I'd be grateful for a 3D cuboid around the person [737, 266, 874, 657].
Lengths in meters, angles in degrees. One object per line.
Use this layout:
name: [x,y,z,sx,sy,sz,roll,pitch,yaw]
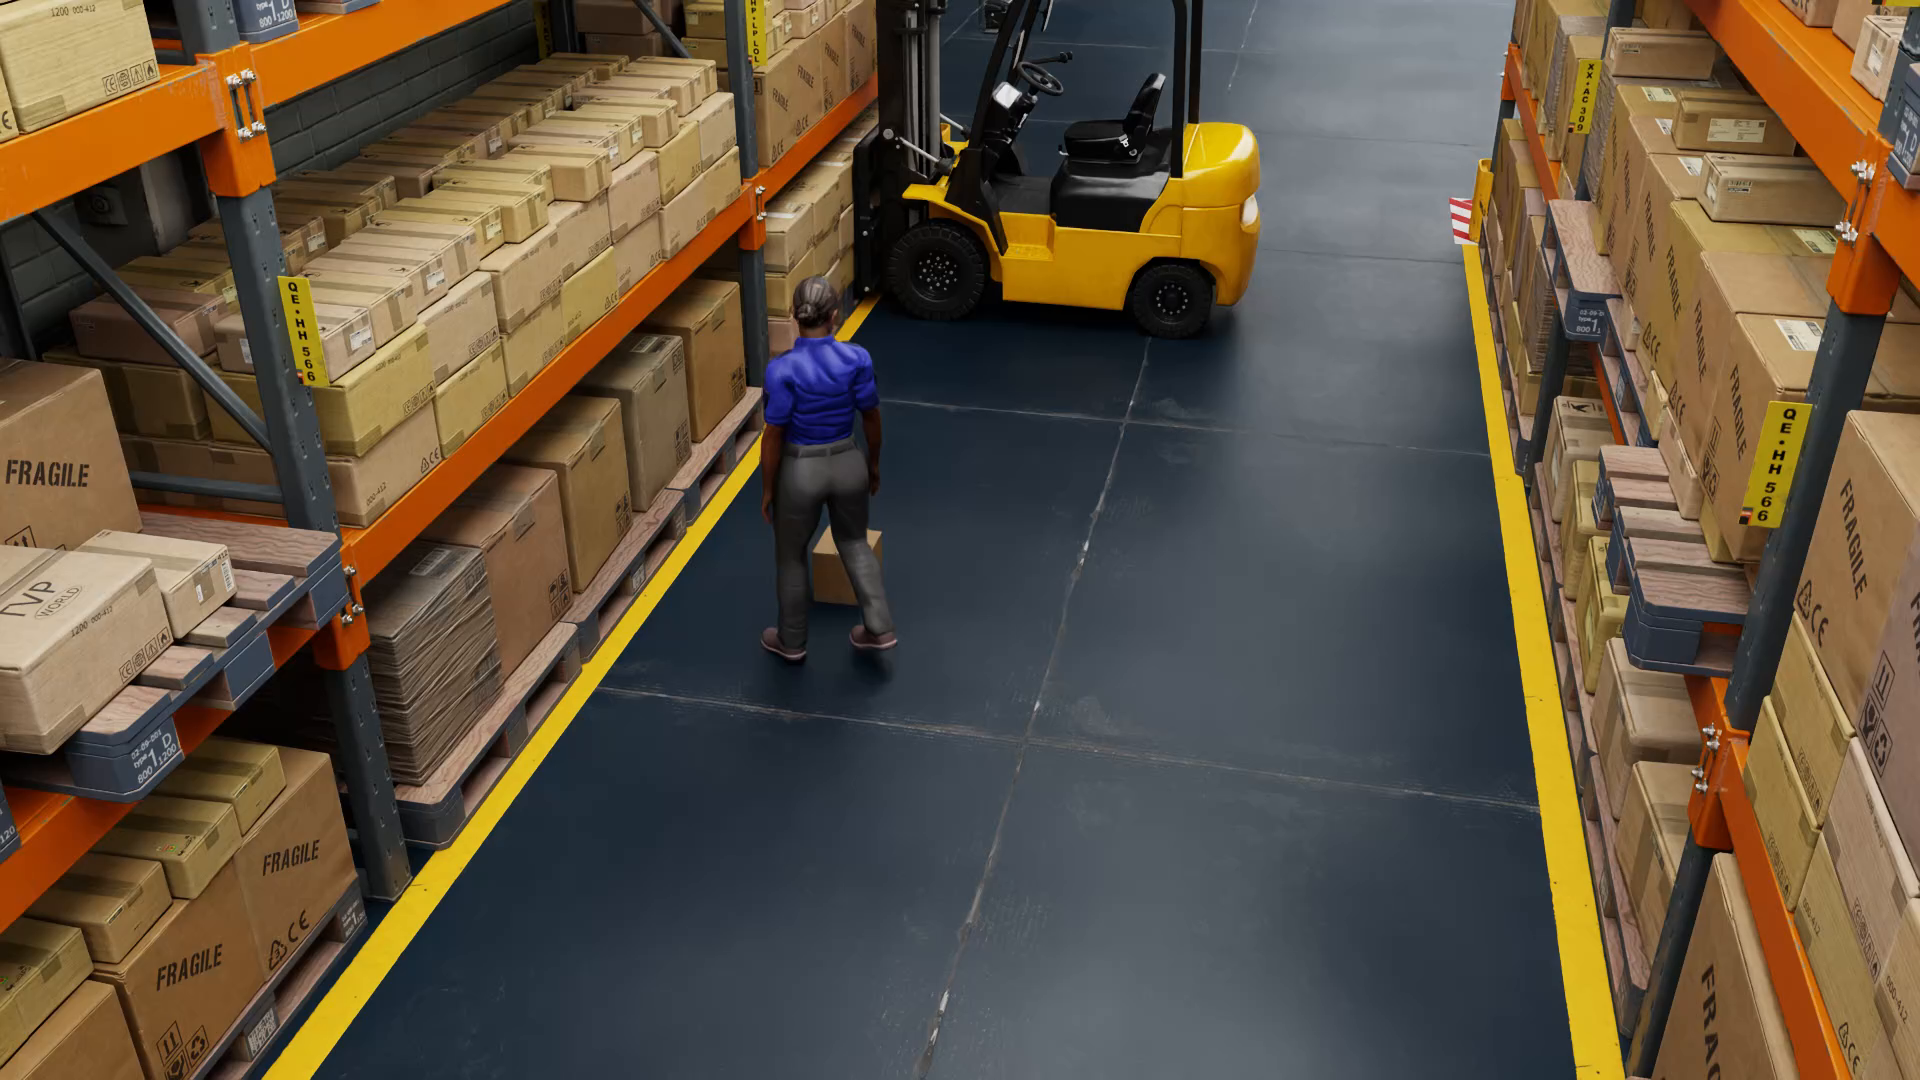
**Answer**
person: [-0.617,-0.257,6.619,0.544,1.688,0.334,-3,29,-5]
